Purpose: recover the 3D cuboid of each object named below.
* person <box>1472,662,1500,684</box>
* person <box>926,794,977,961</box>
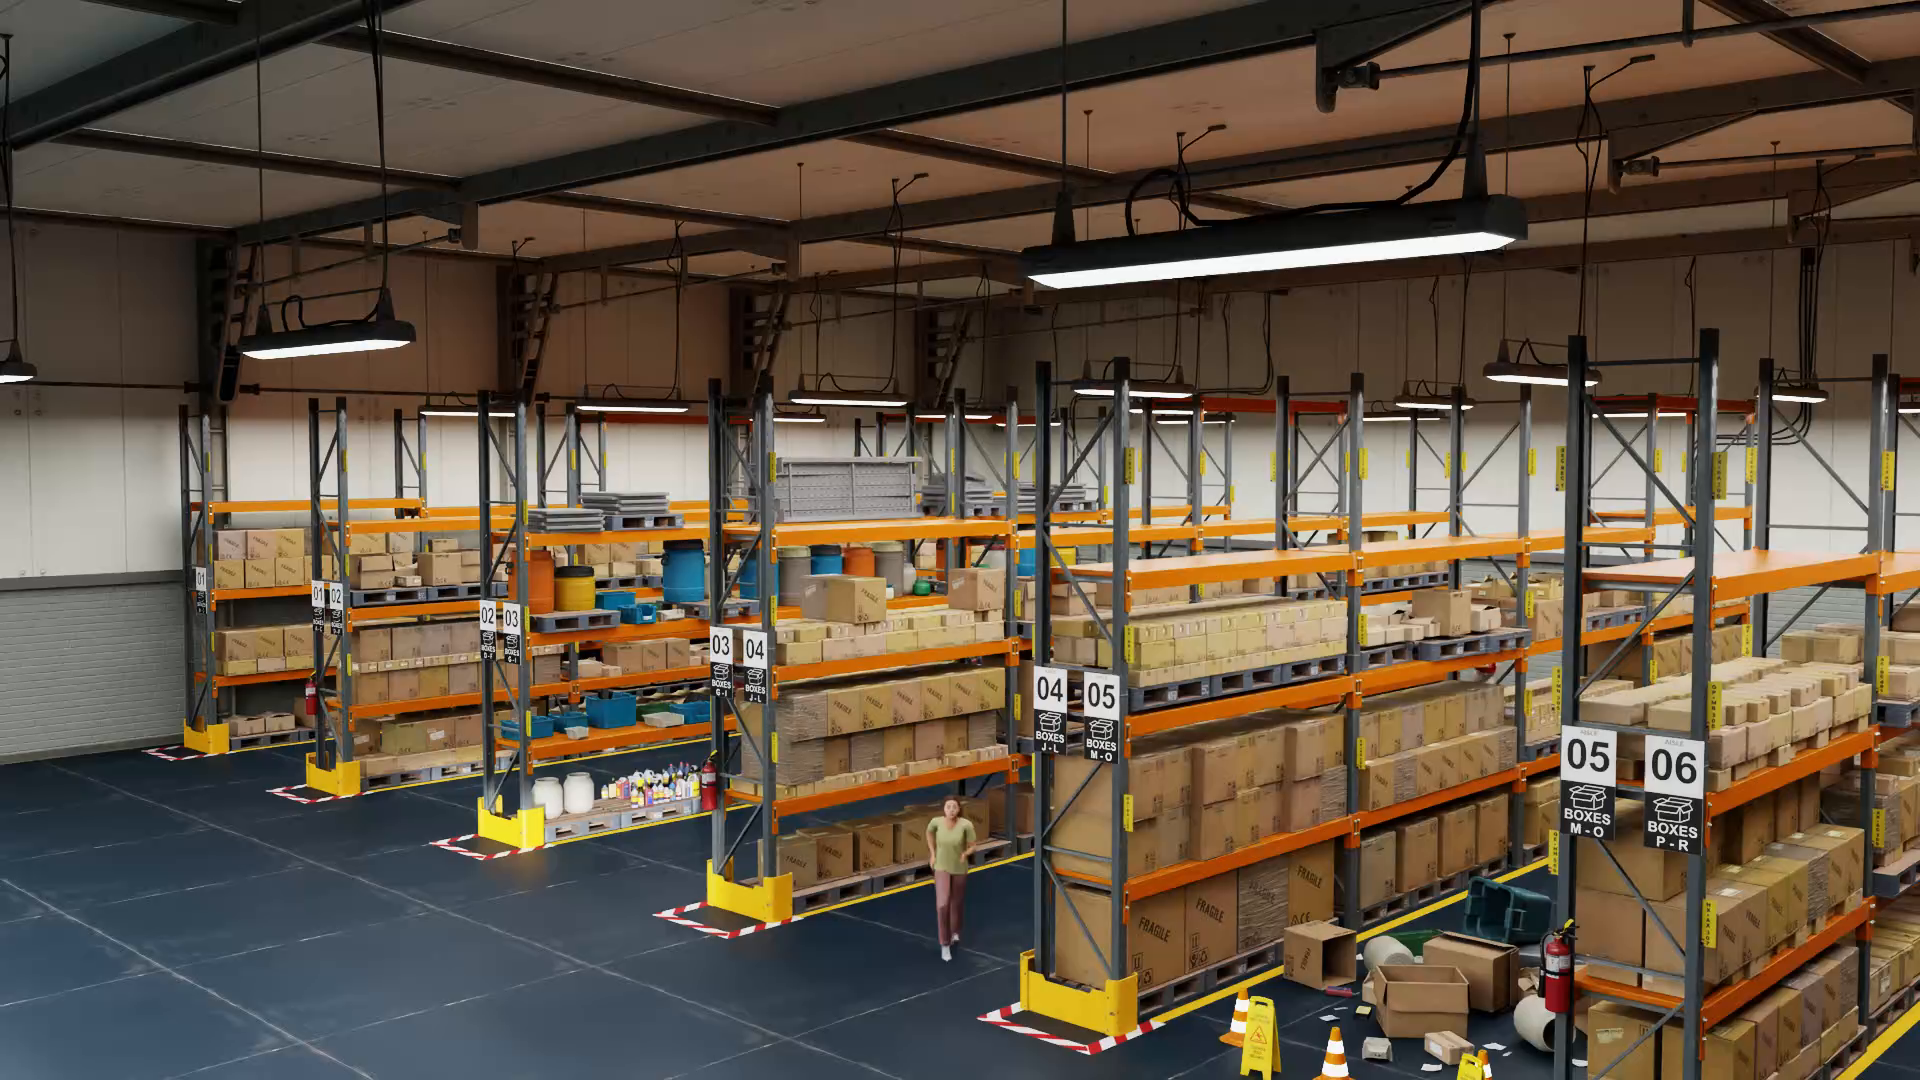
[{"bbox_3d":[10.010,2.671,31.794,0.695,1.766,0.989,0,3,-7],"label":"person"},{"bbox_3d":[-0.087,3.452,17.156,0.515,1.706,0.821,0,3,-4],"label":"person"}]
